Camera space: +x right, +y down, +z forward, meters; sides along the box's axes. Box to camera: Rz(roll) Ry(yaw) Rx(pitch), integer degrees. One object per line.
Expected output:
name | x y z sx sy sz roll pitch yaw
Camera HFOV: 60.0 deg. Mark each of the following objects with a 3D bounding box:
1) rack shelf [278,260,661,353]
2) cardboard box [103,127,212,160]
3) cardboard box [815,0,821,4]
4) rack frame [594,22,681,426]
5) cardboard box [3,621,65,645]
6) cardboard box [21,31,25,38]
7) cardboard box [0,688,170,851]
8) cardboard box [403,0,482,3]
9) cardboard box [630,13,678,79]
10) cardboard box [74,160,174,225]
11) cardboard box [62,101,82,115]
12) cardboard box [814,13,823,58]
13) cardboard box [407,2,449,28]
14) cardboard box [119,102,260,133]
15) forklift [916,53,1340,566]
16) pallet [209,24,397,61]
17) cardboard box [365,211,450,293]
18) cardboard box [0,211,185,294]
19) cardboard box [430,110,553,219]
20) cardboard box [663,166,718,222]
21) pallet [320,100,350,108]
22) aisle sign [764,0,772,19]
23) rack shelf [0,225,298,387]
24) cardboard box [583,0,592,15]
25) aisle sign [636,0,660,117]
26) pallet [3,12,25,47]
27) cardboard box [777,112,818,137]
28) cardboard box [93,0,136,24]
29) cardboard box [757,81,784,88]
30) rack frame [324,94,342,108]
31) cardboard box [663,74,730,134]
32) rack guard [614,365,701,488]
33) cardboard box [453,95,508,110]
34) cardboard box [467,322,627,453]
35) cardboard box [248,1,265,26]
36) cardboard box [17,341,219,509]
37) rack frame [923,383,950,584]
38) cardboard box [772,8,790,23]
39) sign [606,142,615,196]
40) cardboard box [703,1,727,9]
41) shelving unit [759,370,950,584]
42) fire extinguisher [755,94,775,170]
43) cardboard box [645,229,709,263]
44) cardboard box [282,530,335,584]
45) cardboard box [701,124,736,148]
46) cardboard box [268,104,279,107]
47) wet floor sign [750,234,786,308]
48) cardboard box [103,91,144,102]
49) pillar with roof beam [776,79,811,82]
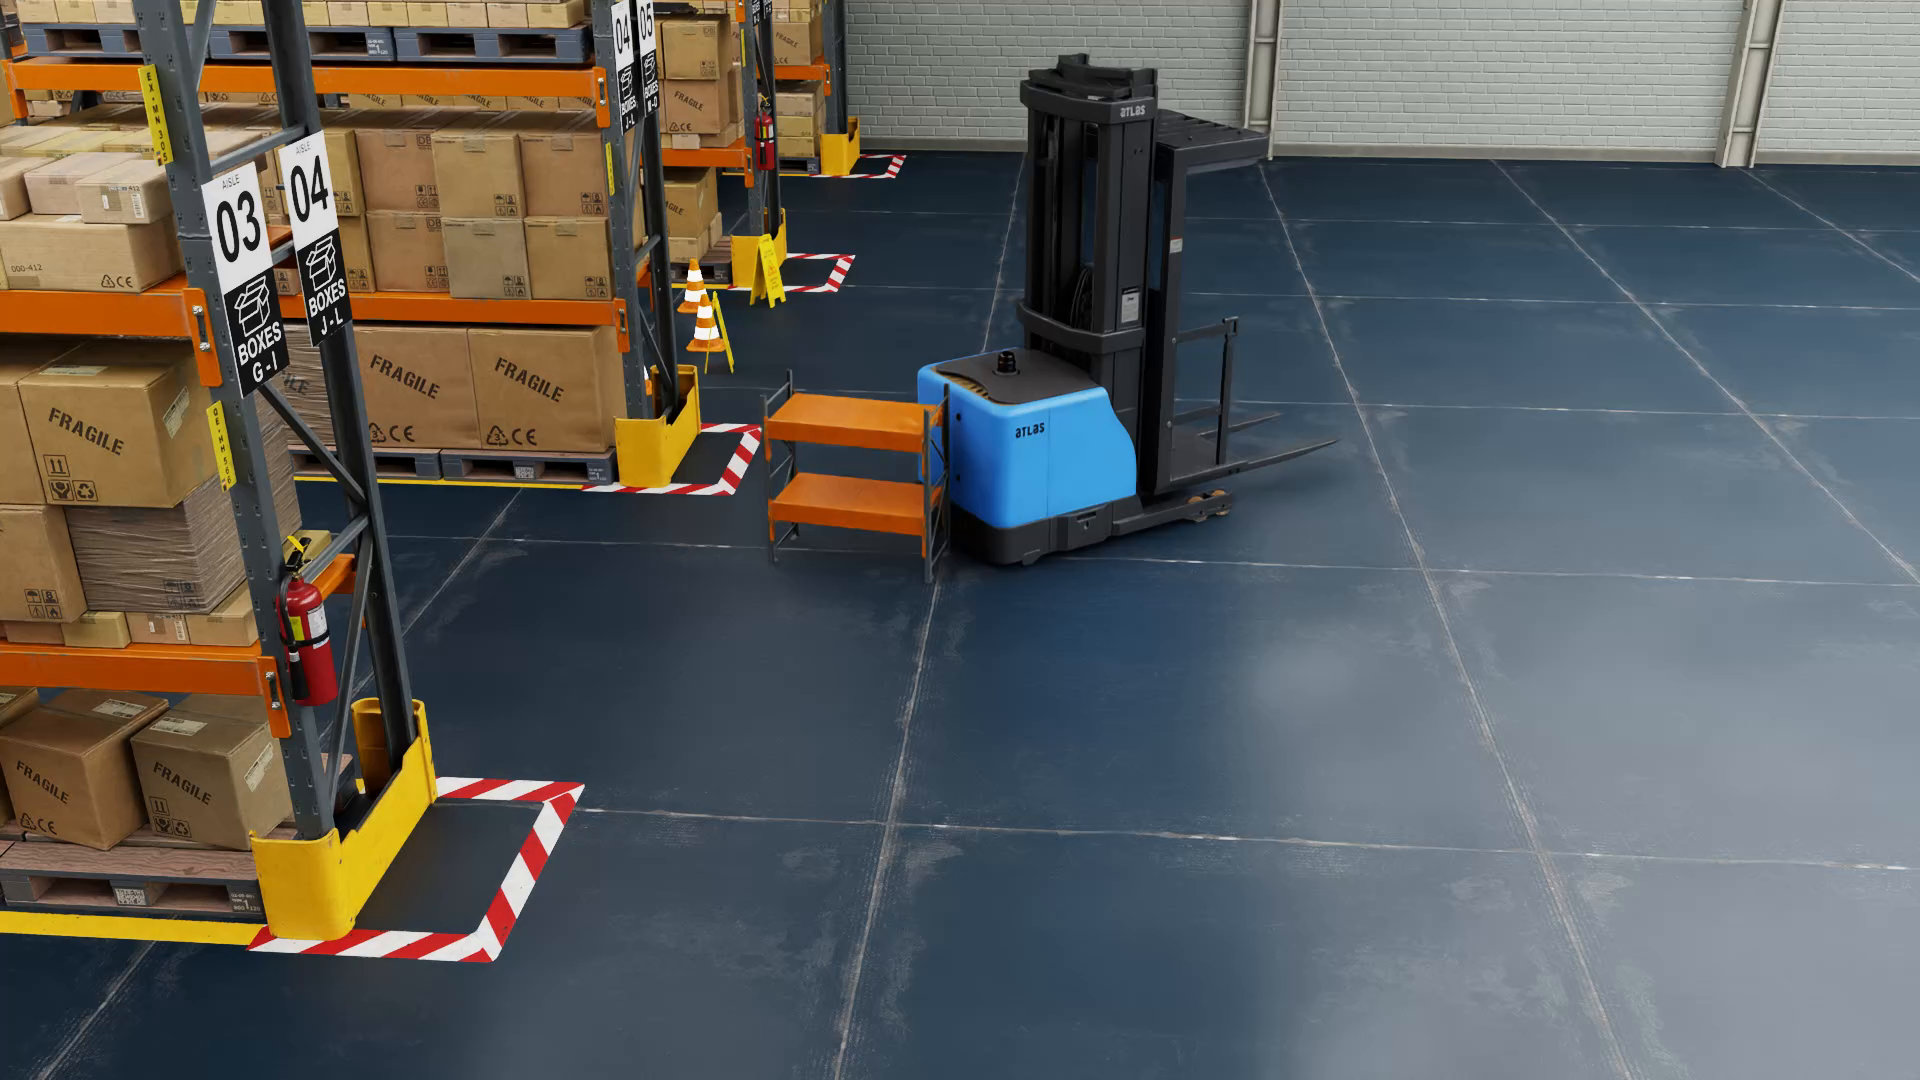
rack shelf | -4.181 -1.708 11.734 4.000 0.370 1.077 2 25 4
cardboard box | -3.175 -1.536 6.614 0.250 0.149 0.380 2 25 5
cardboard box | -1.851 -6.681 20.429 0.250 0.149 0.380 1 25 3
rack frame | -2.187 -1.971 11.444 0.127 3.000 1.000 2 25 4
cardboard box | -3.718 0.275 6.864 0.250 0.149 0.380 2 25 4
cardboard box | -9.410 -4.766 16.541 0.500 0.500 0.500 1 25 2
cardboard box | -3.887 1.006 7.463 0.500 0.500 0.500 8 26 18
cardboard box | -3.195 -3.552 10.494 0.500 0.250 0.500 2 25 4
cardboard box | -2.939 -4.616 15.523 0.500 0.500 0.700 2 25 4
cardboard box | -2.968 -1.261 6.016 0.250 0.149 0.380 2 25 4
cardboard box | -8.508 -4.238 16.170 0.250 0.149 0.380 3 25 7
cardboard box | -2.005 -6.283 20.696 0.500 0.500 0.500 3 25 6
cardboard box | -3.303 -3.349 10.531 0.250 0.149 0.380 2 25 4
cardboard box | -5.252 -2.662 11.476 0.550 0.550 0.875 2 25 4
forklift | 1.232 -1.622 10.769 3.031 2.935 1.130 -15 29 -29
pallet | -4.147 -3.350 10.960 1.213 0.211 1.003 2 25 4
cardboard box | -3.659 -2.111 11.569 0.550 0.550 0.875 2 25 4
cardboard box | -3.167 -1.111 6.166 0.500 0.250 0.500 2 25 5
cardboard box | -3.109 -2.537 11.203 0.550 0.550 0.875 2 25 4
cardboard box | -2.715 -3.461 16.573 0.500 0.500 0.500 1 25 2
pallet | -6.648 -4.163 16.438 1.213 0.211 1.003 2 25 4
aisle sign | -1.823 -5.345 15.668 0.004 0.787 0.394 2 25 4
rack shelf | -4.661 -1.006 6.621 4.000 0.370 1.077 2 25 4
cardboard box | -2.504 -3.600 11.075 0.250 0.149 0.380 2 25 4
aisle sign | -2.093 -3.274 11.168 0.004 0.787 0.394 2 25 4
pallet | -7.093 -3.383 11.155 1.217 0.209 0.805 1 25 2
cardboard box | -2.041 -5.160 20.564 0.500 0.250 0.500 2 25 3
cardboard box | -5.331 -3.414 10.671 0.250 0.149 0.380 2 25 4
cardboard box | -2.495 -5.611 20.945 0.500 0.250 0.500 2 25 4
rack frame | -5.897 -4.165 16.213 0.127 3.000 1.000 2 25 4
cardboard box | -2.471 -4.120 15.640 0.500 0.500 0.500 1 25 3
rack guard | -2.163 -0.834 11.965 0.348 0.500 1.175 2 25 4
cardboard box | -4.477 -4.187 15.786 0.500 0.500 0.500 2 25 4
cardboard box | -2.868 -1.190 11.788 0.875 0.875 0.875 2 25 4
cardboard box | -4.321 -3.381 10.600 0.250 0.149 0.380 2 25 5
cardboard box | -3.234 -0.456 6.481 0.500 0.500 0.500 2 25 4
rack frame | -0.138 -0.344 10.152 0.032 1.125 0.500 6 25 13
cardboard box | -2.156 -6.336 20.036 0.250 0.149 0.380 2 25 5
sign | -2.242 -2.379 10.662 0.005 0.325 0.100 2 25 4
cardboard box | -2.927 -6.498 20.031 0.250 0.149 0.380 2 25 5
shelving unit | -0.630 -0.396 10.266 1.048 1.125 0.538 6 25 13
fire extinguisher | -1.830 -3.806 15.526 0.183 0.674 0.296 2 25 4
cardboard box | -2.759 -2.893 16.236 0.500 0.250 0.500 2 25 4
cardboard box | -2.933 0.099 7.247 0.250 0.149 0.380 2 25 4
cardboard box | -2.298 -3.846 15.820 0.250 0.149 0.380 3 25 6
cardboard box | -6.431 -4.143 15.964 0.250 0.149 0.380 2 25 5
wet floor sign | -1.801 -2.515 15.445 0.232 0.644 0.267 11 27 22
cardboard box | -7.906 -4.506 15.977 0.500 0.500 0.500 1 25 2
pillar with roof beam | -2.487 -7.435 16.143 0.400 9.000 9.100 2 25 4
